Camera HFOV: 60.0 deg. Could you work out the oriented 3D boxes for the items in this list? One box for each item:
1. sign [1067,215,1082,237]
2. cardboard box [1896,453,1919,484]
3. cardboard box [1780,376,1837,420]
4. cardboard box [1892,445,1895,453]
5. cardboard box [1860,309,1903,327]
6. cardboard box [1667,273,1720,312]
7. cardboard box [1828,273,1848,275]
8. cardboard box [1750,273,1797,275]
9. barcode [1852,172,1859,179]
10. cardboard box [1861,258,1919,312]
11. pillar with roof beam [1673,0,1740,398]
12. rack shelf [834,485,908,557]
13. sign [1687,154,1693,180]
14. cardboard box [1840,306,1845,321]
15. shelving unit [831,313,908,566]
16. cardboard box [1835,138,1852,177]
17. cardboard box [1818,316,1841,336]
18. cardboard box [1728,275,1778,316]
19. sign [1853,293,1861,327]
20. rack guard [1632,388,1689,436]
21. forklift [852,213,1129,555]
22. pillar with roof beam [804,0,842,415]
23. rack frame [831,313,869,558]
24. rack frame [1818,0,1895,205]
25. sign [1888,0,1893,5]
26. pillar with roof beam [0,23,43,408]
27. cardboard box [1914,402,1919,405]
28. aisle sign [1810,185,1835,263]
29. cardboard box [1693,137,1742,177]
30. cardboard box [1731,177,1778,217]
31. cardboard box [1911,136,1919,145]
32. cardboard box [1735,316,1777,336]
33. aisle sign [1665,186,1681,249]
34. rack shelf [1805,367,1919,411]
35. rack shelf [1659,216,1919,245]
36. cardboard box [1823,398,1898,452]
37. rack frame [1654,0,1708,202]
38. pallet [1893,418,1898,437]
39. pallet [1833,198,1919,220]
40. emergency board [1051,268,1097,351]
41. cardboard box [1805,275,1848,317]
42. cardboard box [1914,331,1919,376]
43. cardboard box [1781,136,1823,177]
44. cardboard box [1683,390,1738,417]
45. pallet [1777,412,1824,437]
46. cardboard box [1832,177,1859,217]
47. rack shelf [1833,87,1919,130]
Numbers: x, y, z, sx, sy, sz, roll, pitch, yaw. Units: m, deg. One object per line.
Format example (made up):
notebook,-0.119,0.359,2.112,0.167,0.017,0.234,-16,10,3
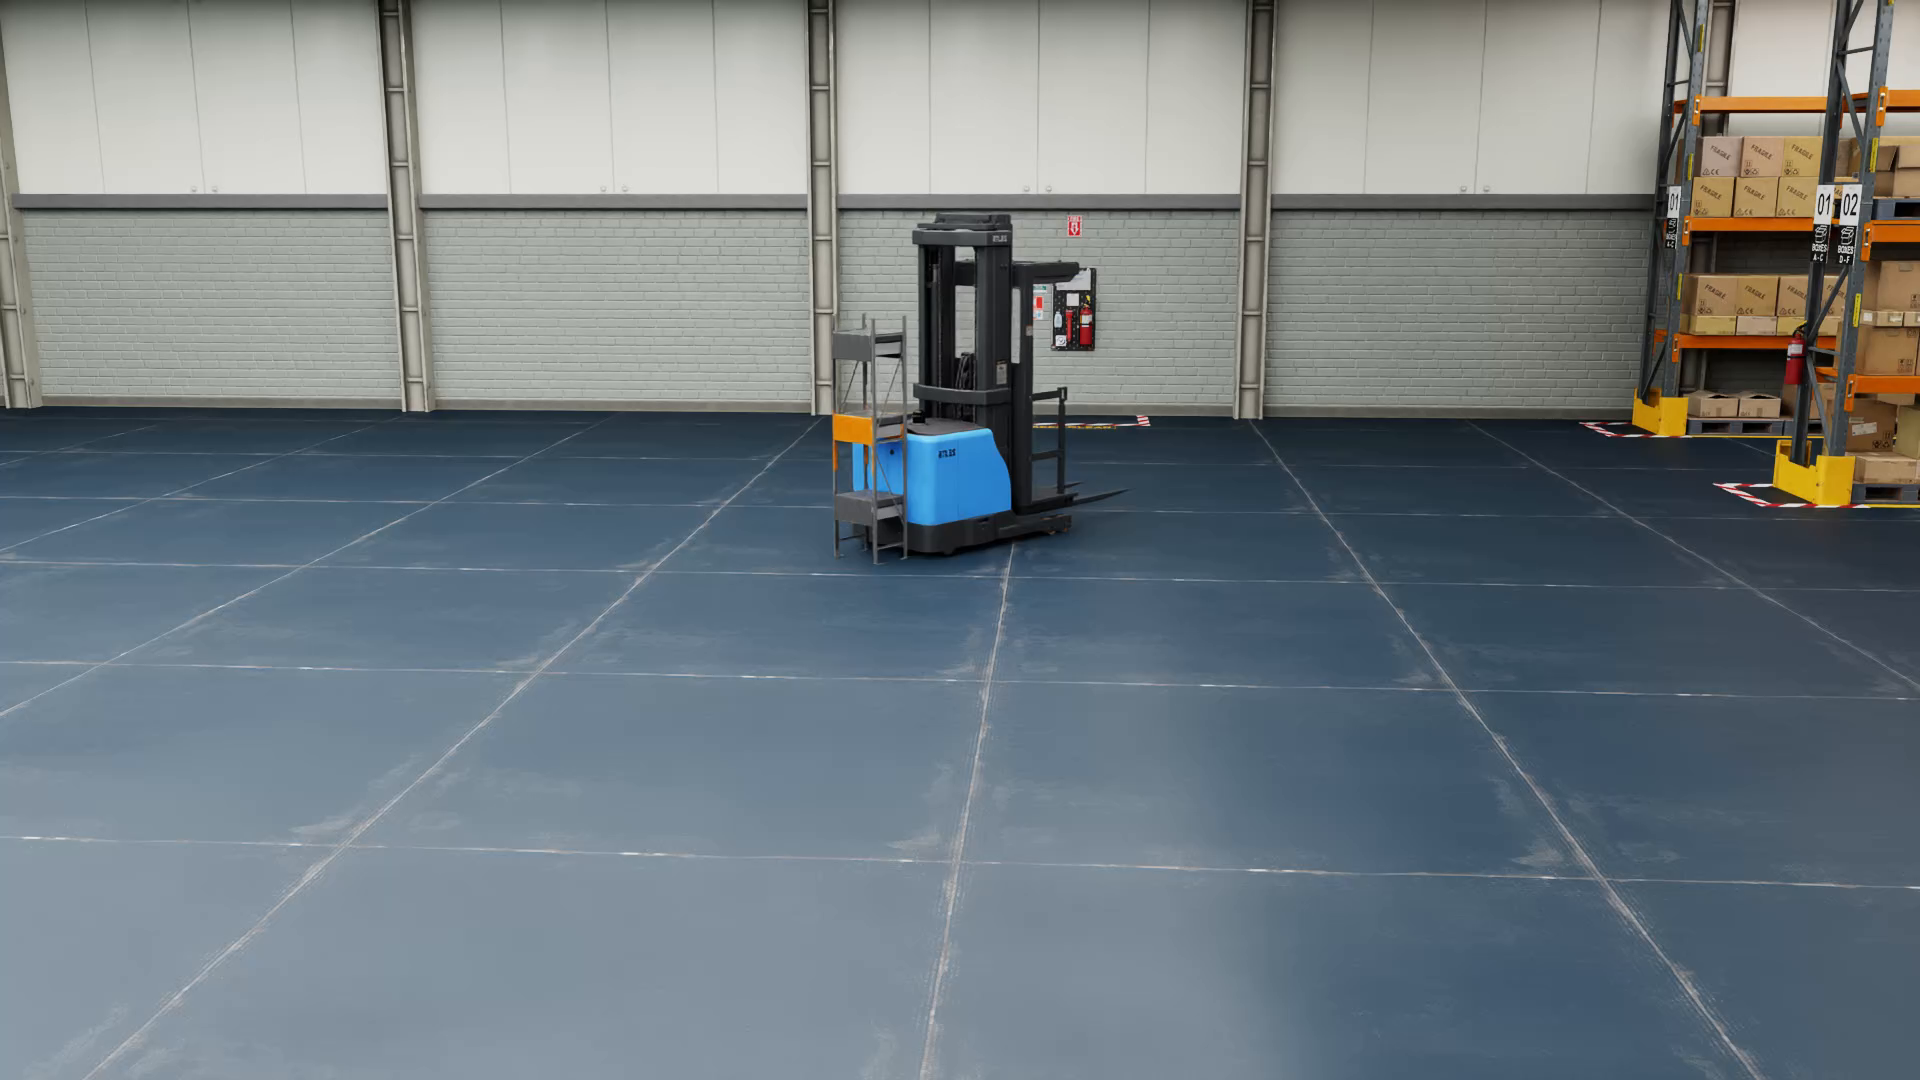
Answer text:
sign,1.604,-4.396,23.280,0.199,0.298,0.001,1,12,4
cardboard box,9.991,-0.739,17.148,0.500,0.250,0.500,1,12,4
cardboard box,11.280,-1.886,21.973,0.500,0.500,0.700,0,12,0
cardboard box,10.026,-0.847,17.662,0.500,0.250,0.500,1,12,4
cardboard box,9.348,-2.256,16.878,0.250,0.149,0.380,1,12,3
cardboard box,9.783,-3.291,22.142,0.500,0.500,0.500,1,12,3
cardboard box,11.822,-3.264,22.014,0.500,0.500,0.500,1,12,5
cardboard box,10.801,-3.276,22.070,0.500,0.500,0.500,0,12,2
barcode,9.305,-3.785,17.276,0.075,0.075,0.001,1,12,4
cardboard box,9.489,-2.613,17.001,0.500,0.500,0.700,1,12,4
pillar with roof beam,9.767,-5.175,18.009,0.400,9.000,9.100,1,12,4
rack shelf,-0.775,-0.172,14.428,0.480,0.518,0.431,11,16,41
sign,9.262,-4.736,21.103,0.005,0.325,0.100,1,12,4
cardboard box,9.365,-2.339,17.275,0.250,0.149,0.380,1,12,3
shelving unit,-0.775,-0.870,14.282,0.503,2.100,0.431,11,16,41
cardboard box,11.283,-4.989,21.715,0.500,0.500,0.500,1,12,4
cardboard box,11.295,-2.796,21.606,0.500,0.250,0.500,1,12,4
cardboard box,10.247,-3.177,21.599,0.500,0.500,0.500,1,12,4
sign,8.928,-2.288,16.553,0.005,0.325,0.100,1,12,4
rack guard,9.374,-1.726,22.280,0.348,0.500,1.175,1,12,4
forklift,0.403,-1.544,15.470,1.130,2.935,3.031,11,16,42
pillar with roof beam,-2.206,-5.339,18.794,0.400,9.000,9.100,1,12,4
rack frame,-0.954,-0.904,14.443,0.015,2.100,0.400,11,16,41
rack frame,8.971,-4.875,16.577,0.127,3.000,1.000,1,12,4
sign,8.928,-5.296,15.923,0.005,0.325,0.100,1,12,4
pillar with roof beam,-14.179,-5.503,19.579,0.400,9.000,9.100,1,12,4
cardboard box,12.754,-1.726,22.018,0.250,0.166,0.380,-1,12,-4
aisle sign,8.925,-3.272,17.216,0.004,0.787,0.394,1,12,4
cardboard box,9.667,-4.912,21.345,0.500,0.500,0.500,0,12,0
cardboard box,10.149,-4.407,21.374,0.500,0.500,0.500,2,12,8
cardboard box,12.221,-4.869,21.139,0.500,0.500,0.500,1,12,7
cardboard box,10.283,-2.811,21.680,0.500,0.250,0.500,0,12,2
aisle sign,9.207,-4.163,21.475,0.004,0.787,0.394,1,12,4
rack shelf,10.967,-1.559,17.134,4.000,0.370,1.077,1,12,4
rack shelf,11.294,-4.039,21.665,4.000,0.370,1.077,1,12,4
cardboard box,9.526,-1.219,17.608,0.500,0.500,0.500,1,12,4
rack frame,9.298,-5.887,21.415,0.127,3.000,1.000,1,12,4
pallet,12.617,-1.533,22.062,1.213,0.211,1.003,1,12,4
pallet,9.675,-3.348,16.821,1.213,0.211,1.003,1,12,4
emergency board,1.605,-3.241,23.419,0.643,1.169,0.194,1,12,4
cardboard box,11.278,-3.164,21.537,0.500,0.500,0.500,1,12,6
cardboard box,9.960,-1.972,17.108,0.500,0.500,0.700,1,12,5
cardboard box,10.676,-4.890,21.240,0.500,0.500,0.500,1,12,5
cardboard box,9.983,-1.822,22.126,0.500,0.311,0.500,-1,12,-3
pallet,11.397,-1.549,22.140,1.213,0.211,1.003,1,12,4
cardboard box,11.203,-4.398,21.329,0.500,0.500,0.500,2,12,7
rack shelf,10.967,-4.300,16.560,4.000,0.370,1.077,1,12,4
